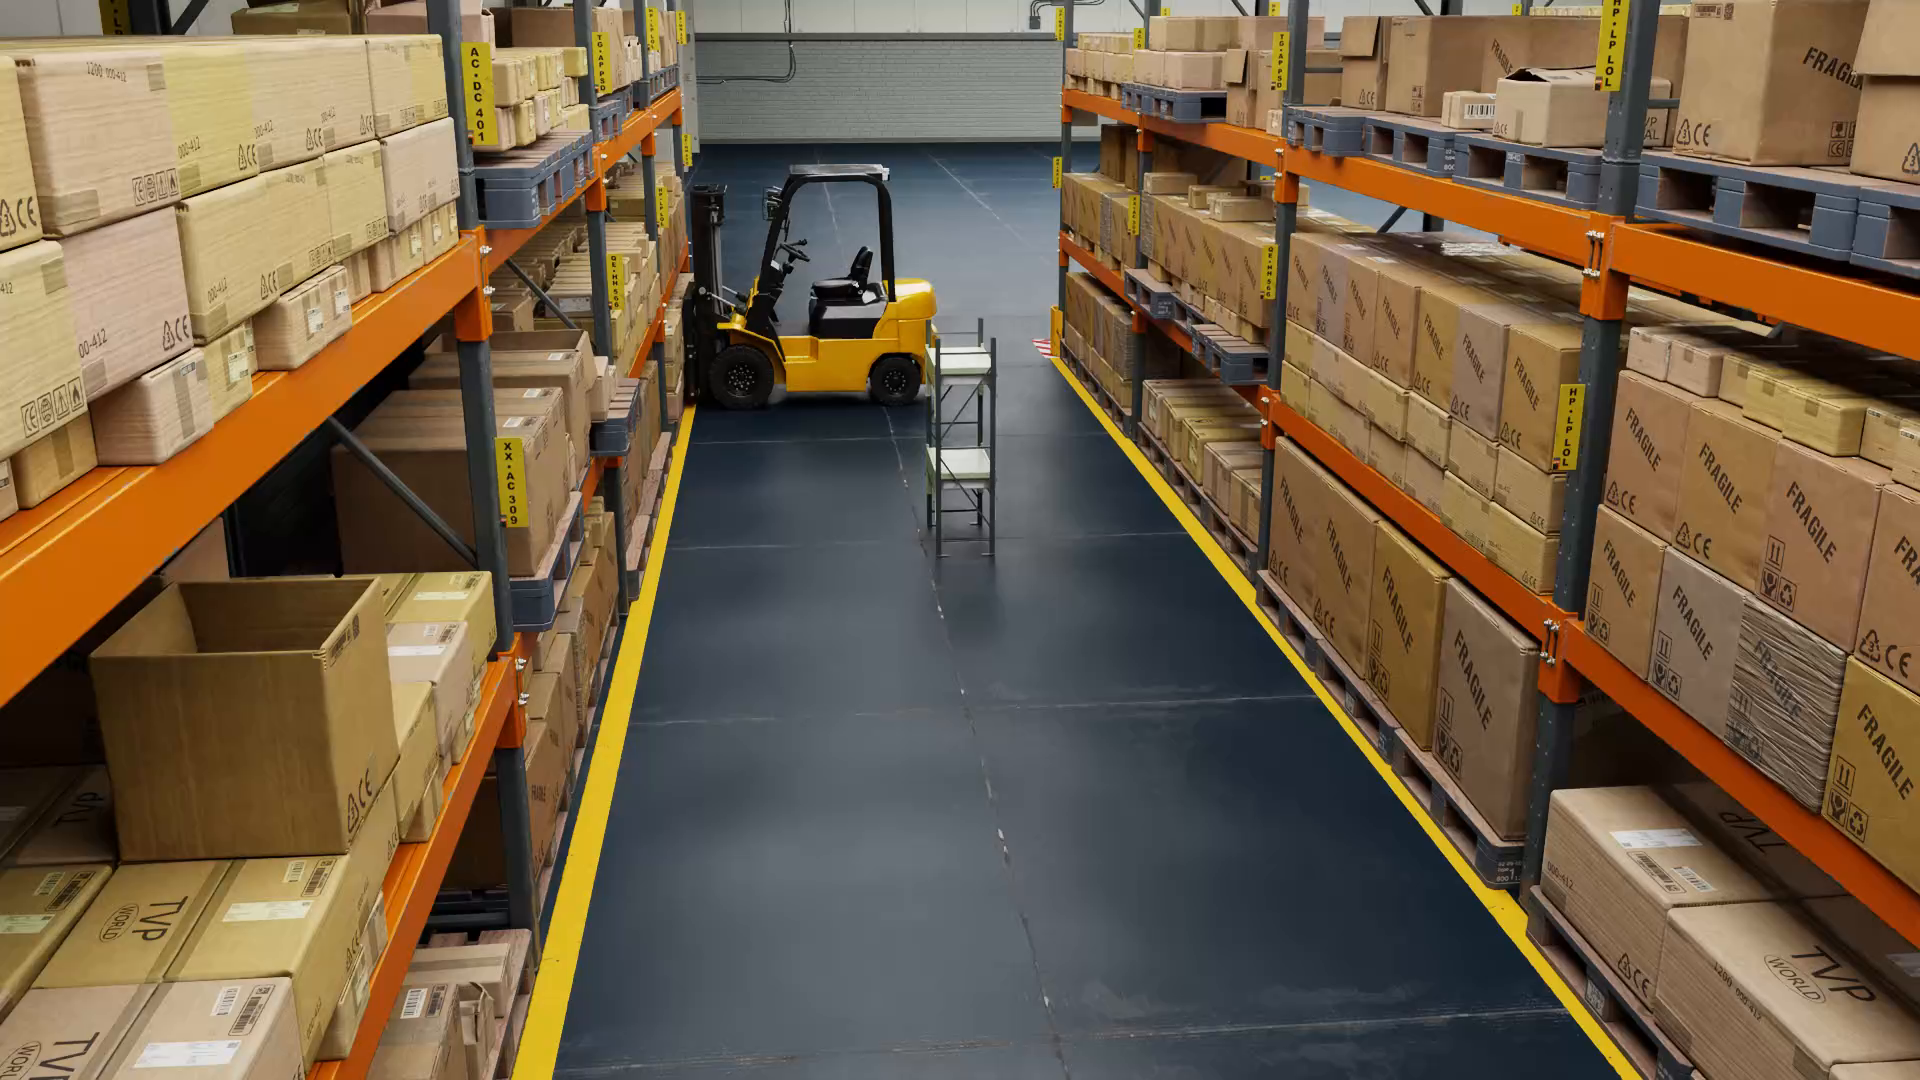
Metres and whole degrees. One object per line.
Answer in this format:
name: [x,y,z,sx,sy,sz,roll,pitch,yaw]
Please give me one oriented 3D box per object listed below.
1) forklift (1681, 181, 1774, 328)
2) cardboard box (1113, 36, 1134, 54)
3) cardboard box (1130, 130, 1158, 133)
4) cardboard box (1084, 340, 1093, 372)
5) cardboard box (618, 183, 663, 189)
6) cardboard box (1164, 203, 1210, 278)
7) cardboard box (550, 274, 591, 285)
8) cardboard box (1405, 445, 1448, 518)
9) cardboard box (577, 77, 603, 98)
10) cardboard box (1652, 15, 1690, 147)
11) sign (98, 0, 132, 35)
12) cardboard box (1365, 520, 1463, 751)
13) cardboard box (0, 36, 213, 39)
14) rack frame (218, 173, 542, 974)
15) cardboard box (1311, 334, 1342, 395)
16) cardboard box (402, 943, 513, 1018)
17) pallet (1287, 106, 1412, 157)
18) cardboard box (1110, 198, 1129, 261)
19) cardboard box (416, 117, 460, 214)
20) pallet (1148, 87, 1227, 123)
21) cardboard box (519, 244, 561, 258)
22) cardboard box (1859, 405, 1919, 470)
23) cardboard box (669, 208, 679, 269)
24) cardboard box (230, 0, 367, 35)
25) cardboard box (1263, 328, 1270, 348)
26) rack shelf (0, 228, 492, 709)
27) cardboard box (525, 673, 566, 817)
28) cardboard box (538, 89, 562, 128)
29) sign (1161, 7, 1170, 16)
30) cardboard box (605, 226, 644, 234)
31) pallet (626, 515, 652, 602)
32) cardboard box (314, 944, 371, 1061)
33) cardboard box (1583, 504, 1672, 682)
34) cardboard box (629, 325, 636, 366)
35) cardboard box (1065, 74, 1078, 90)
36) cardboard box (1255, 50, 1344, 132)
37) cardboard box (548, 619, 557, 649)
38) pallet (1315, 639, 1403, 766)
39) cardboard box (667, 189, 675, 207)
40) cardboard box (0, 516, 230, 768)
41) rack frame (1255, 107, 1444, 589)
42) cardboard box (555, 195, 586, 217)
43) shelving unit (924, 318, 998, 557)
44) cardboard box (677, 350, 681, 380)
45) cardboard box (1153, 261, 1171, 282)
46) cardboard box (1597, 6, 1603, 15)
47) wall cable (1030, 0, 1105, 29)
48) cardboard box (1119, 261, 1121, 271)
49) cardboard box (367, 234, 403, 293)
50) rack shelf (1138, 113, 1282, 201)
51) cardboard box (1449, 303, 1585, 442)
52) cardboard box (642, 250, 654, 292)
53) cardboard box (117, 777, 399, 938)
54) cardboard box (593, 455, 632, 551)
forklift: [4.999,-1.215,10.654,1.130,2.935,3.031,-1,17,-3]
cardboard box: [1.540,-4.316,14.498,0.380,0.149,0.250,-1,17,-4]
cardboard box: [2.045,-3.721,16.190,0.700,0.500,0.500,-2,18,-6]
cardboard box: [1.497,-1.825,16.372,0.500,0.250,0.500,-1,17,-2]
cardboard box: [-2.817,-3.064,14.683,0.380,0.149,0.250,-2,18,-7]
cardboard box: [1.841,-2.253,12.480,0.500,0.500,0.500,-2,18,-6]
cardboard box: [-2.357,-1.578,10.447,0.380,0.149,0.250,-1,17,-4]
cardboard box: [2.432,-0.282,7.817,0.500,0.250,0.500,-2,18,-7]
cardboard box: [-2.270,-2.643,9.602,0.380,0.166,0.250,-2,18,-6]
cardboard box: [3.011,-1.875,6.767,0.500,0.500,0.500,-2,18,-7]
sign: [-2.675,-1.618,5.293,0.100,0.325,0.005,-2,18,-6]
cardboard box: [2.569,0.438,8.121,0.875,0.875,0.875,-1,17,-4]
cardboard box: [-2.287,-1.200,4.403,0.500,0.250,0.500,-2,18,-7]
rack frame: [-2.124,0.230,5.937,1.000,3.000,0.127,-2,18,-6]
cardboard box: [2.259,-0.971,9.177,0.500,0.250,0.500,-1,17,-4]
cardboard box: [-1.774,1.547,5.801,0.380,0.149,0.250,-2,18,-7]
pallet: [2.520,-2.267,9.198,1.213,0.211,1.003,-1,17,-3]
cardboard box: [1.635,-2.776,14.847,0.500,0.500,0.500,-1,17,-4]
cardboard box: [-1.825,-1.136,5.032,0.500,0.250,0.500,-2,18,-5]
pallet: [2.056,-3.153,12.020,1.213,0.211,1.003,-2,18,-6]
cardboard box: [-3.047,-2.018,11.847,0.380,0.149,0.250,-2,18,-6]
cardboard box: [2.769,-0.278,4.635,0.380,0.149,0.250,-2,18,-6]
cardboard box: [-2.889,-2.798,15.413,0.500,0.500,0.500,-2,18,-5]
cardboard box: [-2.224,-1.758,5.625,0.396,0.266,0.258,-2,18,-6]
cardboard box: [2.133,-1.287,10.488,0.380,0.149,0.250,-1,17,-4]
rack shelf: [-1.917,-0.262,3.698,1.077,0.370,4.000,-2,18,-6]
cardboard box: [-2.015,0.913,7.234,0.500,0.500,0.500,-2,18,-6]
cardboard box: [-1.884,-1.811,6.981,0.380,0.149,0.250,-1,17,-4]
sign: [2.129,-5.365,17.271,0.100,0.325,0.005,-2,18,-6]
cardboard box: [-2.648,-2.340,12.871,0.380,0.149,0.250,-2,18,-6]
pallet: [-2.582,0.122,10.936,1.003,0.211,1.213,-2,18,-6]
cardboard box: [-1.556,1.050,3.745,0.380,0.149,0.250,-2,18,-7]
cardboard box: [2.601,0.176,5.943,0.500,0.500,0.500,-1,17,-4]
cardboard box: [-2.446,-1.333,11.167,0.500,0.250,0.500,-2,18,-7]
cardboard box: [1.287,-4.702,17.059,0.380,0.149,0.250,-2,18,-6]
cardboard box: [2.313,-2.878,10.661,0.700,0.500,0.500,-2,18,-6]
cardboard box: [-2.093,0.410,7.751,0.380,0.149,0.250,-1,17,-4]
pallet: [2.529,0.814,8.732,1.003,0.211,1.213,-2,18,-6]
cardboard box: [-2.890,-3.226,15.697,0.380,0.149,0.250,-2,18,-5]
cardboard box: [-2.235,0.254,4.363,0.500,0.500,0.500,-2,18,-7]
rack frame: [2.400,-1.116,10.225,1.000,3.000,0.127,-2,18,-6]
cardboard box: [-3.282,-2.739,13.646,0.380,0.149,0.250,-2,18,-6]
shelving unit: [-0.001,-0.718,11.459,0.431,1.500,0.755,-2,18,-6]
cardboard box: [-2.746,-1.584,14.770,0.500,0.250,0.500,-2,18,-6]
cardboard box: [1.748,-2.139,13.202,0.380,0.149,0.250,-1,17,-5]
cardboard box: [6.363,-5.058,15.994,0.380,0.149,0.250,-2,17,-5]
wall cable: [3.176,-17.740,47.483,2.305,6.003,0.169,-2,18,-6]
cardboard box: [1.658,-2.503,15.063,0.380,0.149,0.250,-2,18,-6]
cardboard box: [-1.731,-0.757,4.491,0.380,0.149,0.250,-2,18,-6]
rack shelf: [2.194,-2.800,11.782,1.077,0.370,4.000,-2,18,-6]
cardboard box: [2.456,-0.729,7.154,0.500,0.500,0.500,-1,17,-5]
cardboard box: [-2.584,-2.029,12.548,0.500,0.250,0.500,-2,18,-7]
cardboard box: [-1.672,0.755,4.019,0.500,0.250,0.500,-2,18,-7]
cardboard box: [-2.587,-0.216,10.619,0.875,0.625,0.625,-1,17,-4]
